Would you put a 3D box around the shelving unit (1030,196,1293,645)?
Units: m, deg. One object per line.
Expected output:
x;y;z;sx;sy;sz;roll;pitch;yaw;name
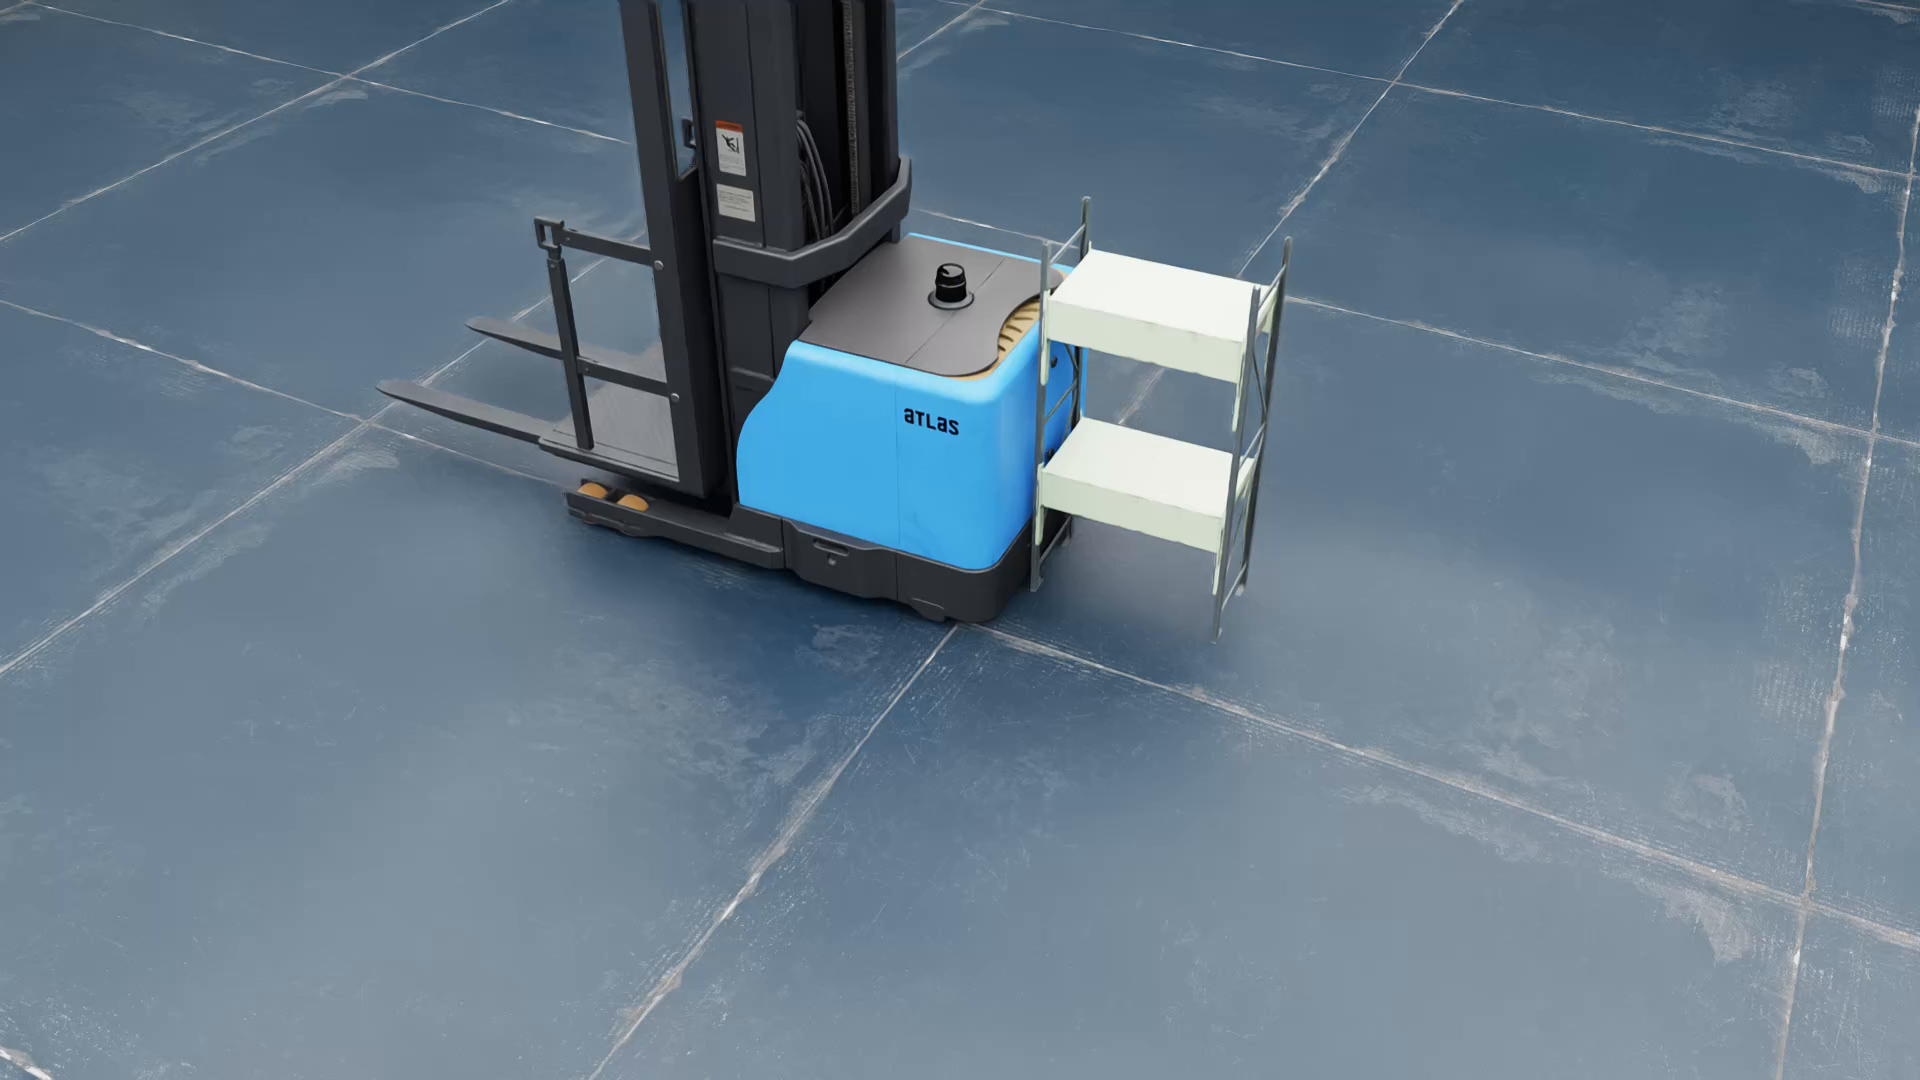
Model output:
0.699;-0.410;6.049;0.755;1.500;0.431;16;40;20;shelving unit

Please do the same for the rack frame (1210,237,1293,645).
1.031;-0.316;5.926;0.023;1.500;0.400;16;40;20;rack frame

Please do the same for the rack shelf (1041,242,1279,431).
0.699;-0.720;5.813;0.720;0.370;0.431;16;40;20;rack shelf

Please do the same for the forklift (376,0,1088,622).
-1.044;-1.455;6.242;3.031;2.935;1.130;16;40;20;forklift

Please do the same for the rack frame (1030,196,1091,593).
0.368;-0.503;6.173;0.023;1.500;0.400;16;40;20;rack frame

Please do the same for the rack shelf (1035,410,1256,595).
0.699;-0.150;6.246;0.720;0.370;0.431;16;40;20;rack shelf
